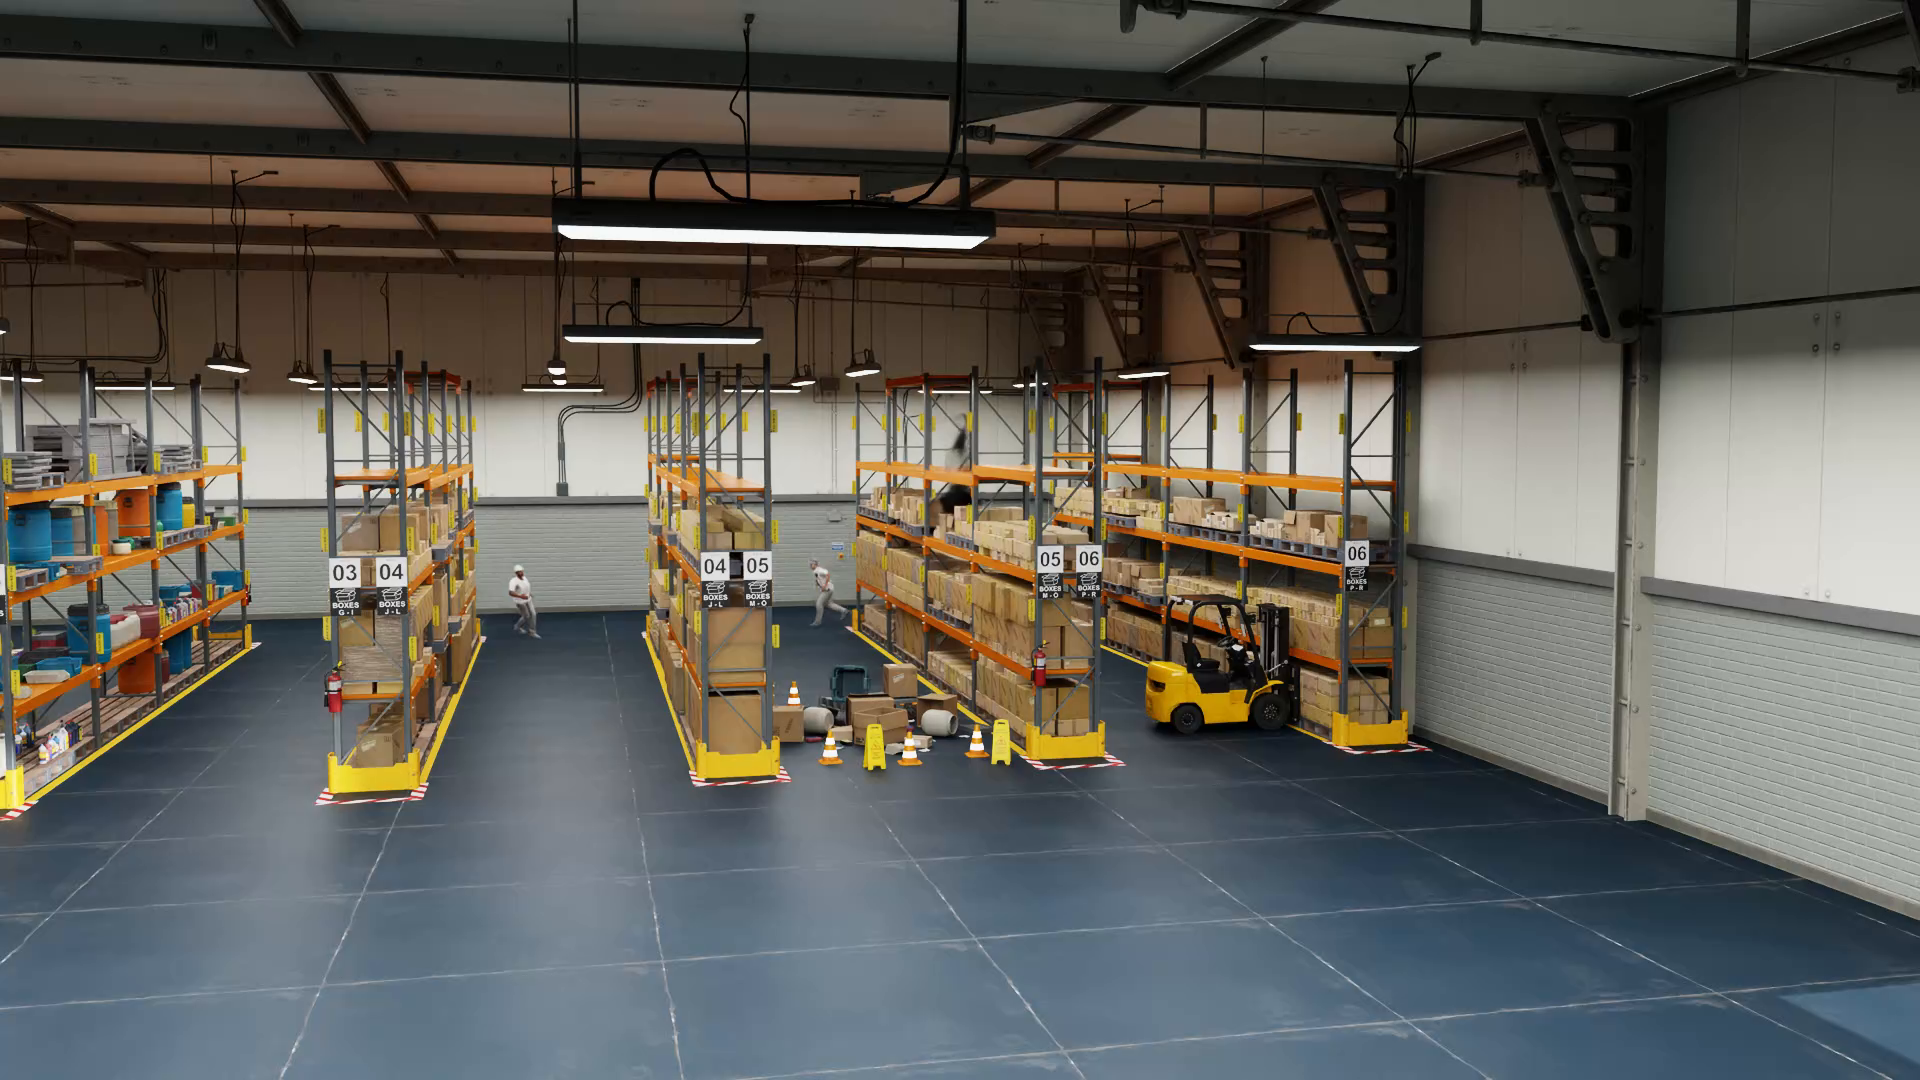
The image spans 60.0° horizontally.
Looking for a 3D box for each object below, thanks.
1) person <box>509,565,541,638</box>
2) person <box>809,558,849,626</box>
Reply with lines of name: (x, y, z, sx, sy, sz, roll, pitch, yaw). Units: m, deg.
person: (-10.261, 1.444, 38.890, 0.745, 1.730, 0.714, 2, 4, 24)
person: (-3.250, 1.306, 41.442, 1.001, 1.721, 0.689, -1, 4, -18)
